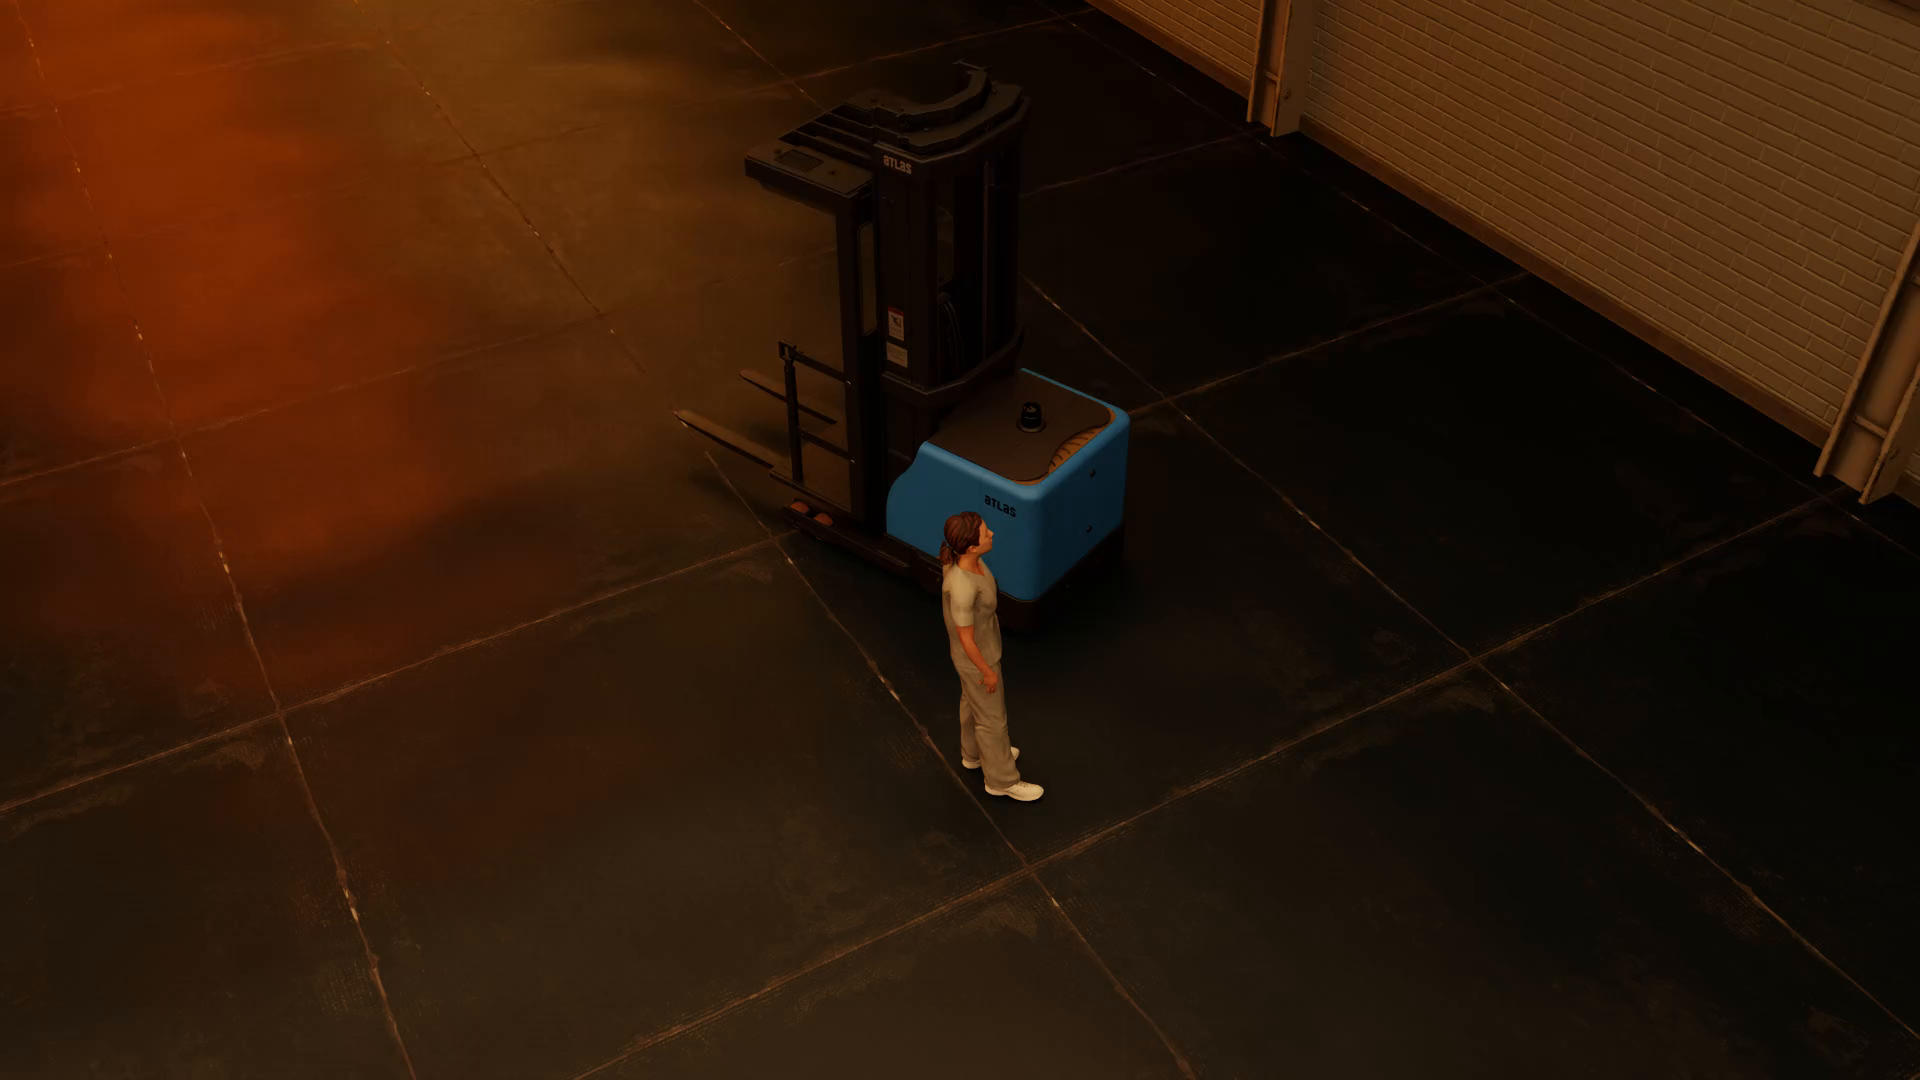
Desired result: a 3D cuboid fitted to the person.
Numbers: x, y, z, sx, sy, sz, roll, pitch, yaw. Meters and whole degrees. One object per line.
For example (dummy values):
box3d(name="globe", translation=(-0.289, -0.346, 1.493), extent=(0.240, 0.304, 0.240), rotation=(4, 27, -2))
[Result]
box3d(name="person", translation=(0.154, 0.552, 8.342), extent=(0.548, 1.673, 0.551), rotation=(-1, 40, -2))

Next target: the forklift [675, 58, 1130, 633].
box3d(name="forklift", translation=(-0.481, -1.366, 9.683), extent=(3.031, 2.935, 1.130), rotation=(26, 46, 28))
